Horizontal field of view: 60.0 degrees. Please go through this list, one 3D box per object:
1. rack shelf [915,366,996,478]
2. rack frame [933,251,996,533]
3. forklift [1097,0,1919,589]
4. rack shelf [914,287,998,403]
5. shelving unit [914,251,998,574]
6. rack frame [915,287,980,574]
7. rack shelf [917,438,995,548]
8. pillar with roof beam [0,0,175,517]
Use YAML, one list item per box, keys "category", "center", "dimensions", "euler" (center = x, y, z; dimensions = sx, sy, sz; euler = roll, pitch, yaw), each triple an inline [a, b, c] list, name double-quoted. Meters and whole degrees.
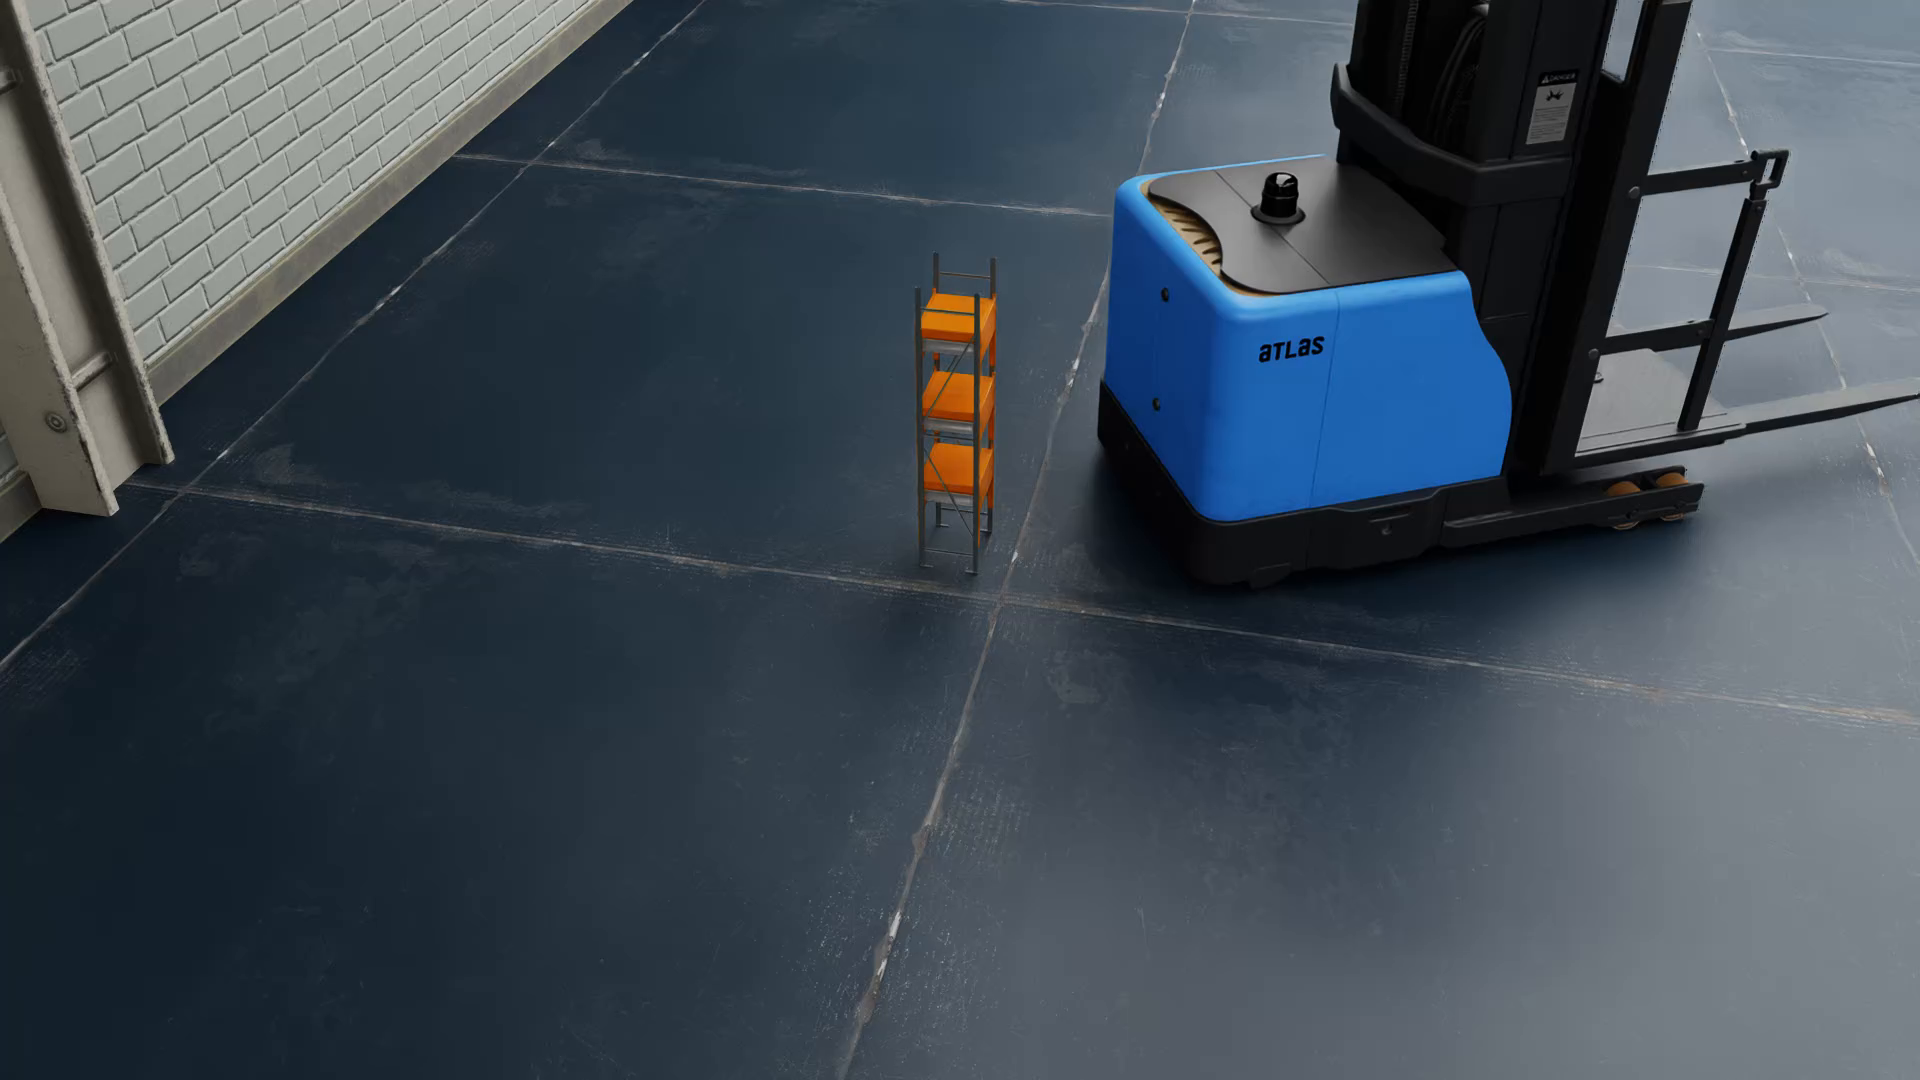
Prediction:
- category: "rack shelf"
  center: [-0.011, -0.386, 5.406]
  dimensions: [0.215, 0.259, 0.240]
  euler: [7, 37, 10]
- category: "rack frame"
  center: [0.015, -0.464, 5.496]
  dimensions: [0.200, 1.050, 0.008]
  euler: [7, 37, 10]
- category: "forklift"
  center: [2.084, -1.510, 5.336]
  dimensions: [3.031, 2.935, 1.130]
  euler: [-10, 37, -13]
- category: "rack shelf"
  center: [-0.011, -0.616, 5.239]
  dimensions: [0.215, 0.259, 0.240]
  euler: [7, 37, 10]
- category: "shelving unit"
  center: [-0.011, -0.394, 5.400]
  dimensions: [0.215, 1.050, 0.252]
  euler: [7, 37, 10]
- category: "rack frame"
  center: [-0.037, -0.324, 5.303]
  dimensions: [0.200, 1.050, 0.008]
  euler: [7, 37, 10]
- category: "rack shelf"
  center: [-0.011, -0.161, 5.569]
  dimensions: [0.215, 0.259, 0.240]
  euler: [7, 37, 10]
- category: "pillar with roof beam"
  center: [1.101, -3.319, 2.662]
  dimensions: [9.100, 9.000, 0.400]
  euler: [7, 37, 10]
